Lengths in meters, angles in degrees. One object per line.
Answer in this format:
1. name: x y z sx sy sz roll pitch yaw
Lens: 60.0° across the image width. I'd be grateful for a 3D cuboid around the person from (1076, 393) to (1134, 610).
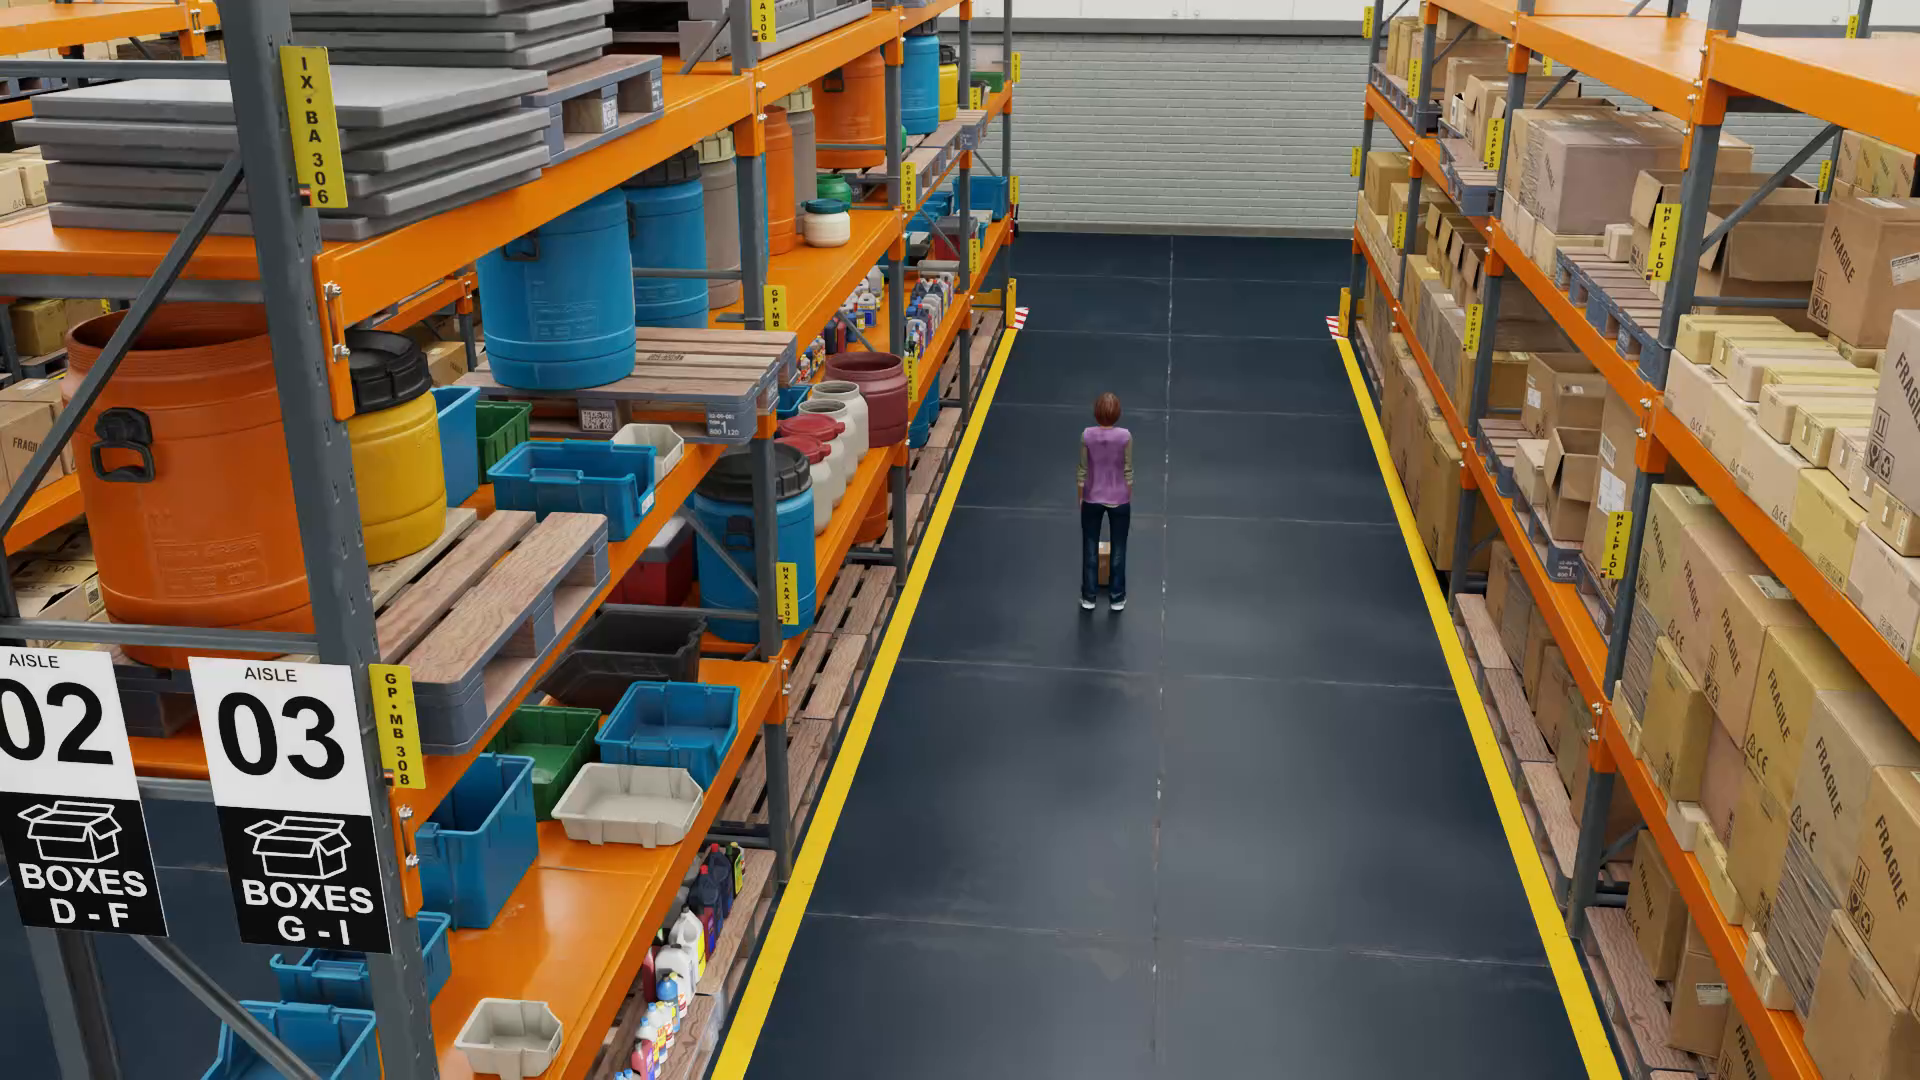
1. person: 1.020 -0.255 11.806 0.406 1.559 0.307 3 22 7
